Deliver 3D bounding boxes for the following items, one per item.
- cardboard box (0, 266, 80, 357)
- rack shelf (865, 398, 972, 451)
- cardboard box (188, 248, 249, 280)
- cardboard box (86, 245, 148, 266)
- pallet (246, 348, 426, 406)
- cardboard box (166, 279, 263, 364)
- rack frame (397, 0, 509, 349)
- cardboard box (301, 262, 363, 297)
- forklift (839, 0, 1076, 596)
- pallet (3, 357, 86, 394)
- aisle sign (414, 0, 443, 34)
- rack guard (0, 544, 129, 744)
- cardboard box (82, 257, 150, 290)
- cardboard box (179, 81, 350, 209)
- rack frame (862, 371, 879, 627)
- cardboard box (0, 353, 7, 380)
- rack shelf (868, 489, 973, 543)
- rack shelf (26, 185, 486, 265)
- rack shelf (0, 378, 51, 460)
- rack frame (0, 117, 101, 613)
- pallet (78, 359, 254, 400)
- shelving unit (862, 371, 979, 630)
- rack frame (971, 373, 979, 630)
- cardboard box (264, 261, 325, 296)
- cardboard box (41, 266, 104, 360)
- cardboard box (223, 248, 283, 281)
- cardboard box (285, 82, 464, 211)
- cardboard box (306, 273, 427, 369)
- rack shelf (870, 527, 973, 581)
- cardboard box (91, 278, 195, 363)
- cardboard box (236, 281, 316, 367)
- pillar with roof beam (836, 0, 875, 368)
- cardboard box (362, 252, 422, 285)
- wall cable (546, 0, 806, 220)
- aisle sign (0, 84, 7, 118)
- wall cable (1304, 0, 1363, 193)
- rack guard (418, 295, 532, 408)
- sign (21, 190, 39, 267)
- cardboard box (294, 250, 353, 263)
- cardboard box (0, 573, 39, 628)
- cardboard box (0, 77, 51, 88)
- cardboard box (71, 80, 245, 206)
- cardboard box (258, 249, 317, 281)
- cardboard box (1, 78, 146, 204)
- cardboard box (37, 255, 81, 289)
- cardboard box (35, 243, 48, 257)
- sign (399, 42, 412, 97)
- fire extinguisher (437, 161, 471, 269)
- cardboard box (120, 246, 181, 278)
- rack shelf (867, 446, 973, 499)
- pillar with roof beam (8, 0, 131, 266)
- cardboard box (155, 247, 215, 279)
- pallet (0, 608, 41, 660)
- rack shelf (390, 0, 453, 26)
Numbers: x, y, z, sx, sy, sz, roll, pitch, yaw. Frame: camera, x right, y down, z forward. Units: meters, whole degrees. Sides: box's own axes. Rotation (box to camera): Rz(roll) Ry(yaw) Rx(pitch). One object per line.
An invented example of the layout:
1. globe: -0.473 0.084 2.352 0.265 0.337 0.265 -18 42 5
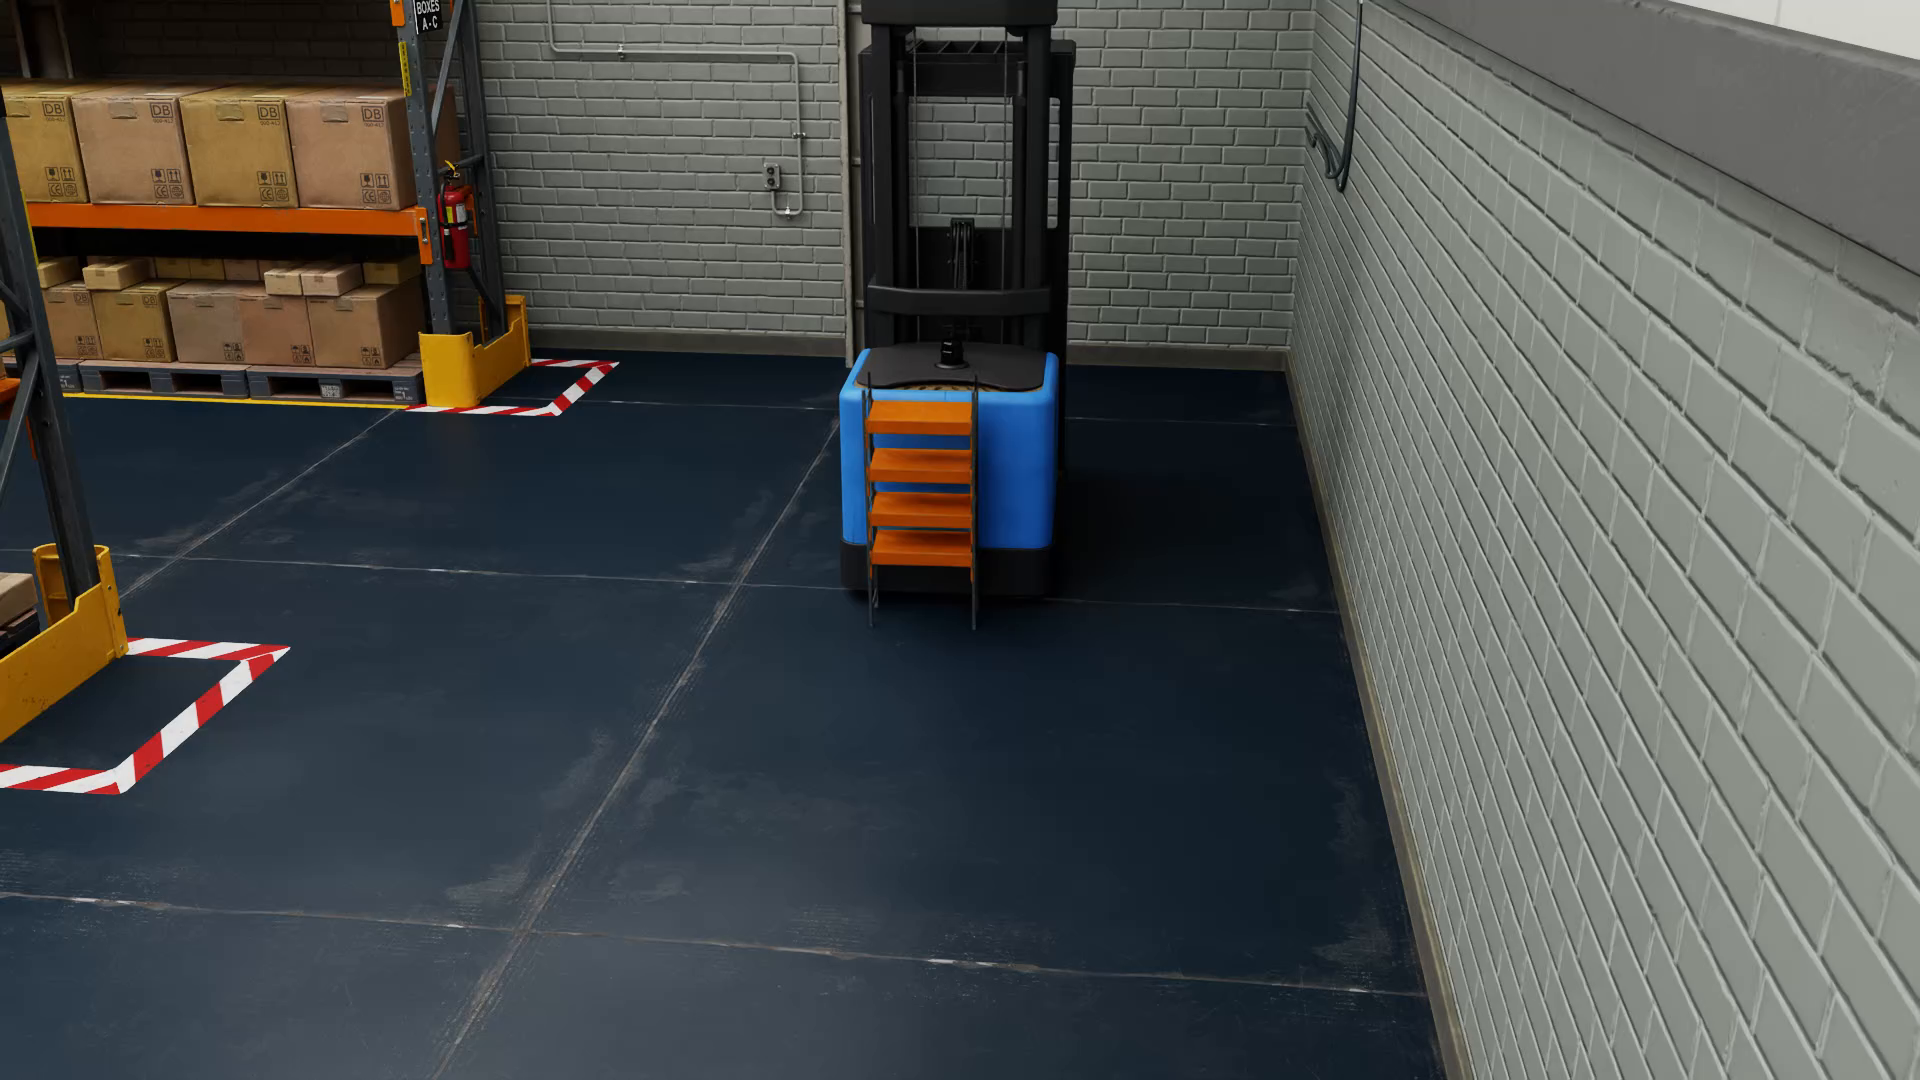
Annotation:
1. cardboard box: -6.642 -1.637 11.830 0.500 0.500 0.700 3 22 7
2. rack shelf: -0.176 -0.525 7.543 0.480 0.148 0.258 1 26 4
3. cardboard box: -5.219 -1.951 11.742 0.250 0.149 0.380 3 22 7
4. cardboard box: -5.977 -1.984 11.826 0.250 0.149 0.380 2 22 5
5. pallet: -4.204 -1.210 11.714 1.213 0.211 1.003 2 22 6
6. cardboard box: -5.104 -1.571 11.662 0.500 0.500 0.700 2 22 5
7. rack frame: -3.400 -2.501 11.186 0.127 3.000 1.000 2 22 6
8. cardboard box: -4.256 -1.768 11.279 0.250 0.149 0.380 2 22 6
9. forklift: 0.050 -1.593 8.982 1.130 2.935 3.031 2 22 4
10. pallet: -6.627 -1.316 11.981 1.213 0.211 1.003 2 22 6
11. aisle sign: -3.364 -3.597 10.423 0.004 0.787 0.394 2 22 6
12. rack guard: -4.055 0.467 7.079 0.348 0.500 1.175 2 22 6
13. cardboard box: -5.805 -1.835 11.448 0.250 0.149 0.380 2 22 5
14. cardboard box: -4.632 -2.686 11.247 0.700 0.700 0.980 2 22 6
15. rack frame: -0.416 -0.179 7.733 0.015 1.200 0.240 1 26 4
16. cardboard box: -4.389 -0.854 6.885 0.500 0.500 0.500 3 22 7
17. rack shelf: -0.172 -0.112 7.747 0.480 0.148 0.258 1 26 4
18. rack shelf: -5.387 -2.253 11.537 4.000 0.370 1.077 2 22 6
19. rack shelf: -5.966 -0.444 6.962 4.000 0.370 1.077 2 22 6
20. rack frame: -3.980 -0.692 6.611 0.127 3.000 1.000 2 22 6
21. pallet: -5.412 -1.264 11.850 1.213 0.211 1.003 2 22 6
22. shelving unit: -0.173 -0.173 7.717 0.503 1.200 0.258 1 26 4
23. rack frame: 0.070 -0.166 7.701 0.015 1.200 0.240 1 26 4
24. cardboard box: -4.510 -1.779 11.307 0.250 0.149 0.380 3 22 8
25. cardboard box: -6.144 -1.614 11.772 0.500 0.500 0.700 2 22 6
26. cardboard box: -4.964 -1.940 11.714 0.250 0.149 0.380 3 22 7
27. cardboard box: -3.908 -2.659 11.178 0.700 0.700 0.980 3 22 9
28. cardboard box: -4.107 -1.528 11.553 0.500 0.500 0.700 2 22 6
29. rack shelf: -0.171 0.066 7.835 0.480 0.148 0.258 1 26 4
30. cardboard box: -5.634 -1.591 11.714 0.500 0.500 0.700 3 22 8
31. cardboard box: -4.604 -1.549 11.608 0.500 0.500 0.700 2 22 6
32. pillar with roof beam: -1.124 -3.918 6.611 0.400 9.000 9.100 2 22 6
33. cardboard box: -3.960 -1.897 11.605 0.250 0.149 0.380 3 22 7
34. wall cable: -2.018 -3.264 11.733 1.851 1.984 0.084 2 22 6
35. aisle sign: -3.877 -2.006 6.397 0.004 0.787 0.394 2 22 6
36. wall cable: 2.174 -3.472 9.705 0.112 2.526 3.097 2 22 6
37. rack guard: -3.377 -1.338 11.643 0.348 0.500 1.175 2 22 6
38. sign: -3.916 -1.293 6.953 0.005 0.325 0.100 2 22 6
39. cardboard box: -4.463 -1.919 11.659 0.250 0.149 0.380 3 22 6
40. cardboard box: -4.355 0.285 7.418 0.250 0.149 0.380 2 22 6
41. cardboard box: -6.836 -2.784 11.495 0.700 0.700 0.980 3 22 7
42. cardboard box: -5.388 -2.723 11.339 0.700 0.700 0.980 1 22 4
43. cardboard box: -4.711 -1.930 11.687 0.250 0.149 0.380 3 22 7
44. cardboard box: -6.112 -2.751 11.410 0.700 0.700 0.980 2 22 5
45. cardboard box: -6.323 -1.857 11.505 0.250 0.149 0.380 3 22 8
46. cardboard box: -6.763 -2.018 11.910 0.250 0.149 0.380 2 22 6
47. sign: -3.478 -2.952 10.430 0.005 0.325 0.100 2 22 6
48. fire extinguisher: -3.305 -2.117 10.826 0.183 0.674 0.296 2 22 6
49. cardboard box: -5.727 -1.973 11.797 0.250 0.149 0.380 3 22 7
50. rack shelf: -0.174 -0.313 7.648 0.480 0.148 0.258 1 26 4
51. pillar with roof beam: -7.082 -4.178 7.268 0.400 9.000 9.100 2 22 6
52. cardboard box: -5.470 -1.962 11.770 0.250 0.149 0.380 2 22 5
53. pallet: -4.847 0.567 7.219 1.213 0.211 1.003 2 22 6
54. rack shelf: -5.387 -3.648 10.986 4.000 0.370 1.077 2 22 6
